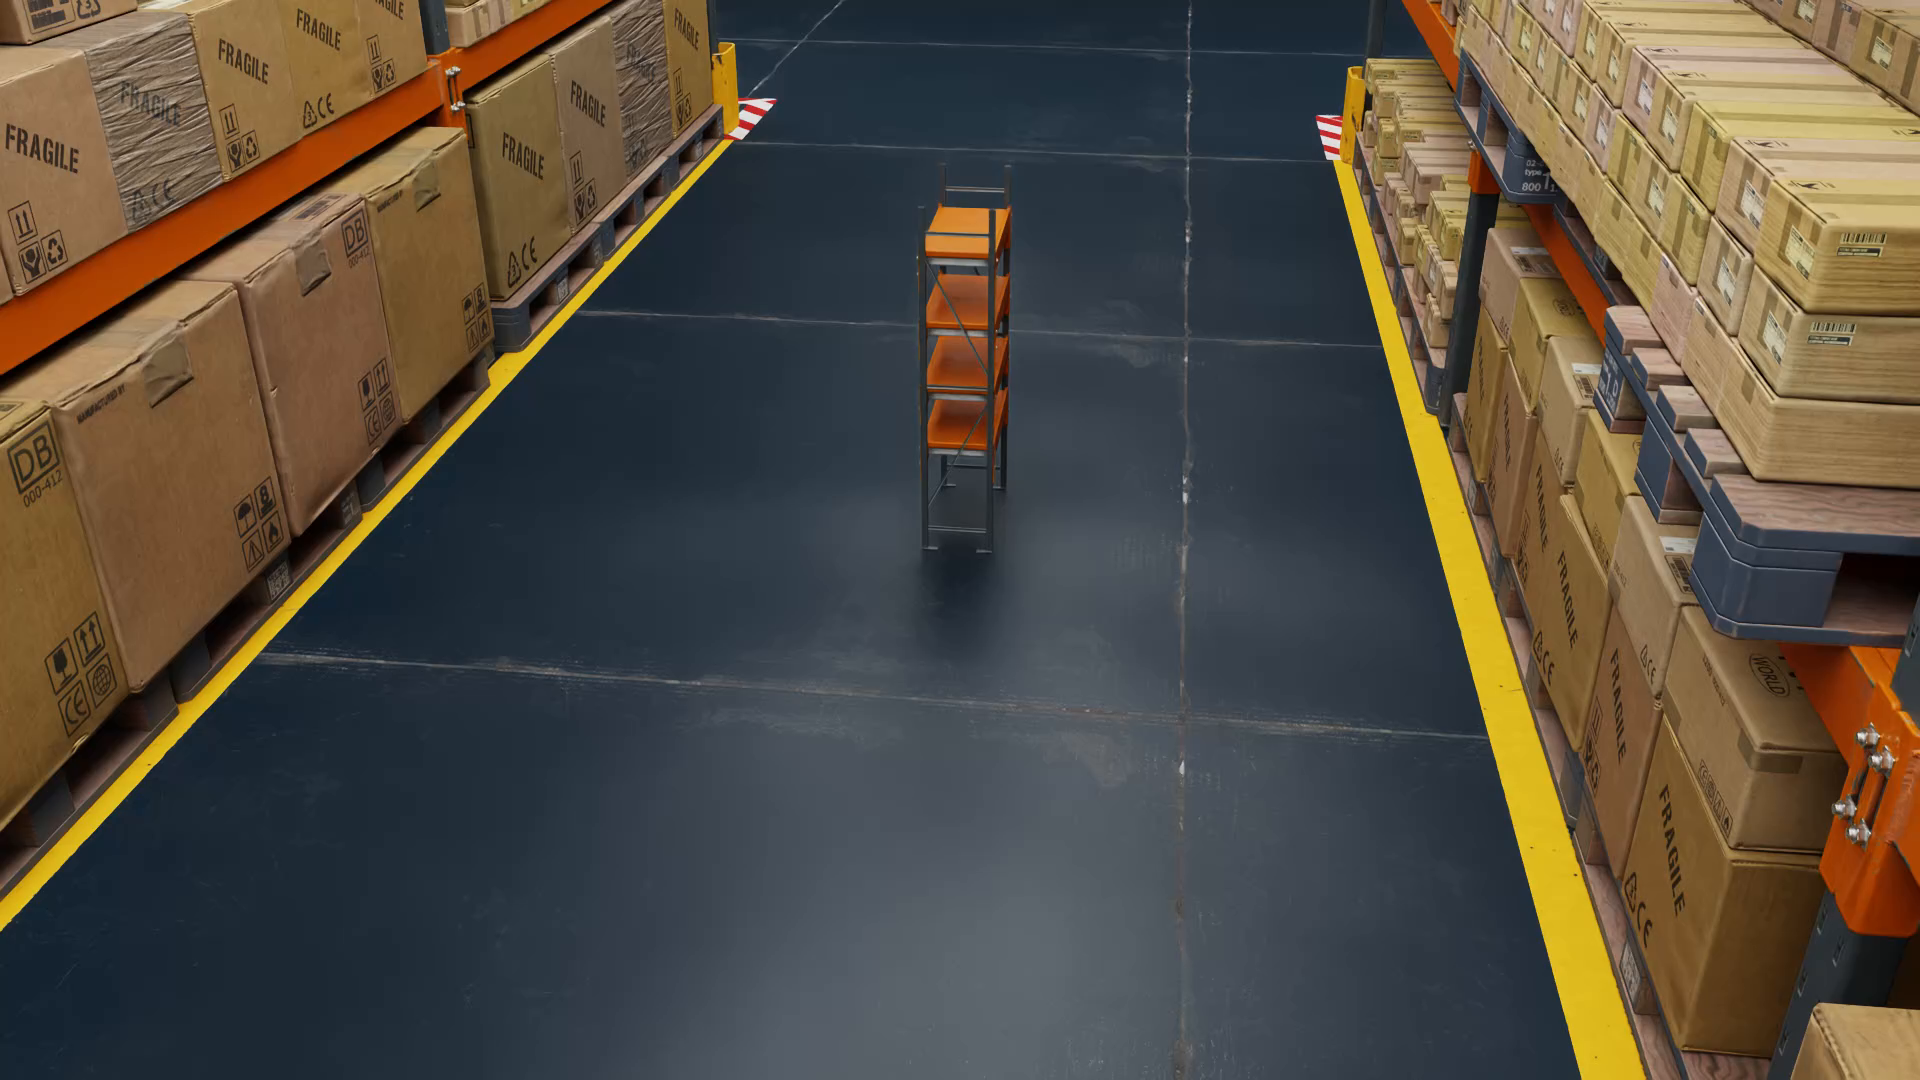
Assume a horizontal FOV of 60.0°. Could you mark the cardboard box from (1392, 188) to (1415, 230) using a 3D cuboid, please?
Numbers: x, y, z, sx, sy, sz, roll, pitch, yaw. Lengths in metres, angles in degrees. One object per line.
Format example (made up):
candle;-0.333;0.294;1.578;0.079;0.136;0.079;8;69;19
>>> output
cardboard box;2.332;-1.613;8.145;0.380;0.149;0.250;3;28;6

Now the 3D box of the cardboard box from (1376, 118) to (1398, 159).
cardboard box;2.401;-2.109;8.751;0.380;0.149;0.250;4;29;8

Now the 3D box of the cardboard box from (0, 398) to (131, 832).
cardboard box;-2.895;0.217;3.983;1.225;0.875;0.875;2;28;4

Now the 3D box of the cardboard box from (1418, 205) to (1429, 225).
cardboard box;2.299;-1.474;7.572;0.380;0.149;0.250;4;29;7

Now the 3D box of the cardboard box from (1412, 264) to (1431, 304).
cardboard box;2.193;-1.137;7.261;0.380;0.149;0.250;2;28;5

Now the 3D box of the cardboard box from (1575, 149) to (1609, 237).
cardboard box;1.677;-0.811;3.915;0.380;0.149;0.250;4;29;8

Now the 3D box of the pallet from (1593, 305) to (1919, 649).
pallet;1.892;-0.132;3.034;1.213;0.211;1.003;3;28;6

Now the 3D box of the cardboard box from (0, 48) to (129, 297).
cardboard box;-2.550;-0.952;4.248;0.500;0.500;0.500;3;28;5

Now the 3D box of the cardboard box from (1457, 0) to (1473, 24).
cardboard box;2.179;-2.176;6.208;0.500;0.500;0.500;3;28;6

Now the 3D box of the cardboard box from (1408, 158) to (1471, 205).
cardboard box;2.252;-1.622;7.534;0.380;0.149;0.250;2;28;4

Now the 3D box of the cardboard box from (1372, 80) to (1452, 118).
cardboard box;2.417;-2.357;8.898;0.380;0.149;0.250;3;28;6

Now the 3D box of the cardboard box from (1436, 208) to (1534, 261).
cardboard box;2.177;-1.254;6.851;0.380;0.149;0.250;4;29;7

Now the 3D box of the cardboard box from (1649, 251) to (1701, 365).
cardboard box;1.578;-0.446;3.237;0.380;0.149;0.250;4;29;7

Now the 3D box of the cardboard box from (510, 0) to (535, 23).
cardboard box;-2.080;-2.350;7.215;0.380;0.149;0.250;4;29;8

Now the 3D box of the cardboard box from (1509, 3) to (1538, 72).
cardboard box;1.803;-1.438;4.765;0.380;0.149;0.250;2;28;4

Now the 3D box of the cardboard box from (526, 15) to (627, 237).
cardboard box;-2.239;-2.072;8.231;0.875;0.875;0.875;3;28;6

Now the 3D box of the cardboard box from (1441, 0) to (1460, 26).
cardboard box;2.278;-2.294;7.111;0.380;0.149;0.250;2;28;4

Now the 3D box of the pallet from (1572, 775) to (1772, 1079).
pallet;2.007;0.985;3.698;1.003;0.211;1.213;3;28;6

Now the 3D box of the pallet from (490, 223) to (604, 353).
pallet;-2.339;-1.219;7.790;1.003;0.211;1.213;3;28;6

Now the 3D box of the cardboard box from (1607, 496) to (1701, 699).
cardboard box;1.785;0.135;3.738;0.500;0.250;0.500;4;29;7

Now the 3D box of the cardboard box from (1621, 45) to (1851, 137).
cardboard box;1.645;-0.948;3.543;0.380;0.149;0.250;3;28;6

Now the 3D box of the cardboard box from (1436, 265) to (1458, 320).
cardboard box;2.123;-0.985;6.665;0.380;0.149;0.250;4;29;7

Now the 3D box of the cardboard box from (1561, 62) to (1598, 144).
cardboard box;1.706;-1.068;4.077;0.380;0.149;0.250;3;28;5

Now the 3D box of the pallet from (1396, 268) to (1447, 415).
pallet;2.447;-0.848;7.101;1.003;0.211;1.213;3;28;6

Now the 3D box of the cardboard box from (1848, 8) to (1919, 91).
cardboard box;2.353;-1.153;3.922;0.380;0.149;0.250;3;28;5

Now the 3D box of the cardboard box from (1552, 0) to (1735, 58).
cardboard box;1.738;-1.326;4.244;0.380;0.149;0.250;4;29;8

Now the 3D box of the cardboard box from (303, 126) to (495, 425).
cardboard box;-2.569;-1.040;6.316;1.225;0.875;0.875;3;29;6

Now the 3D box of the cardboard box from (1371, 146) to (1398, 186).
cardboard box;2.394;-1.983;8.831;0.380;0.149;0.250;4;29;7

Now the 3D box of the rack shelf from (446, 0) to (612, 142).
rack shelf;-2.265;-2.718;8.391;1.077;0.370;4.000;3;28;6

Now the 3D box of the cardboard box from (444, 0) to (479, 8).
cardboard box;-2.192;-2.364;6.820;0.500;0.250;0.500;3;28;5

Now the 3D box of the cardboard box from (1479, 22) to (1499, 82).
cardboard box;1.867;-1.542;5.272;0.380;0.149;0.250;4;29;7

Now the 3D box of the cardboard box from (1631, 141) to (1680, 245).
cardboard box;1.611;-0.706;3.407;0.380;0.149;0.250;3;29;6

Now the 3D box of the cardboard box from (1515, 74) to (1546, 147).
cardboard box;1.770;-1.187;4.612;0.380;0.149;0.250;2;28;4

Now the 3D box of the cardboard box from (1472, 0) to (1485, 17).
cardboard box;1.896;-1.804;5.444;0.380;0.149;0.250;4;29;7

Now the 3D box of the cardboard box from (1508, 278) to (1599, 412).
cardboard box;1.985;-0.589;5.082;0.500;0.250;0.500;4;29;8

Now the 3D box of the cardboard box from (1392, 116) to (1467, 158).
cardboard box;2.347;-1.984;8.207;0.380;0.149;0.250;4;29;7

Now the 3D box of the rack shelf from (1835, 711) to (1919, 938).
rack shelf;1.665;1.384;0.778;1.077;0.370;4.000;3;28;6

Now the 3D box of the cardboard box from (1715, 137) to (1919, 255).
cardboard box;1.548;-0.586;2.870;0.380;0.149;0.250;3;28;6

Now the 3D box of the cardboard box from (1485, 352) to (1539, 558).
cardboard box;1.983;-0.260;5.263;0.500;0.500;0.500;5;29;8

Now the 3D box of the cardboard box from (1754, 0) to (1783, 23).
cardboard box;2.447;-1.522;4.607;0.380;0.149;0.250;3;28;6

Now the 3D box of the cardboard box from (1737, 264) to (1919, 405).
cardboard box;1.519;-0.339;2.725;0.380;0.149;0.250;4;29;7

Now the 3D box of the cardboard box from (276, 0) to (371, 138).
cardboard box;-2.364;-1.669;5.579;0.500;0.500;0.500;4;29;8

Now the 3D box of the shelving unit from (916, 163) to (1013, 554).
shelving unit;0.020;-0.606;5.610;0.258;1.200;0.503;3;28;6

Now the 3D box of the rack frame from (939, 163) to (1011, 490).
rack frame;0.050;-0.721;5.823;0.240;1.200;0.015;3;28;6

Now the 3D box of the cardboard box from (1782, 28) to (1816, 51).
cardboard box;2.421;-1.272;4.456;0.380;0.149;0.250;2;28;4

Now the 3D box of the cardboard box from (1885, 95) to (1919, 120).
cardboard box;2.325;-0.902;3.770;0.380;0.149;0.250;3;28;6

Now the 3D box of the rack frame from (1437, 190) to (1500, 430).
rack frame;2.400;-1.757;5.849;1.000;3.000;0.127;3;28;6

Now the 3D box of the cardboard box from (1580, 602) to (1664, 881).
cardboard box;1.799;0.472;3.904;0.500;0.500;0.500;4;29;8

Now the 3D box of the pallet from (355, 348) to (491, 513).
pallet;-2.530;-0.498;6.452;1.003;0.211;1.213;3;28;6

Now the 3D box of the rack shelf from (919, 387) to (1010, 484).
rack shelf;0.020;-0.372;5.736;0.258;0.148;0.480;3;28;6
